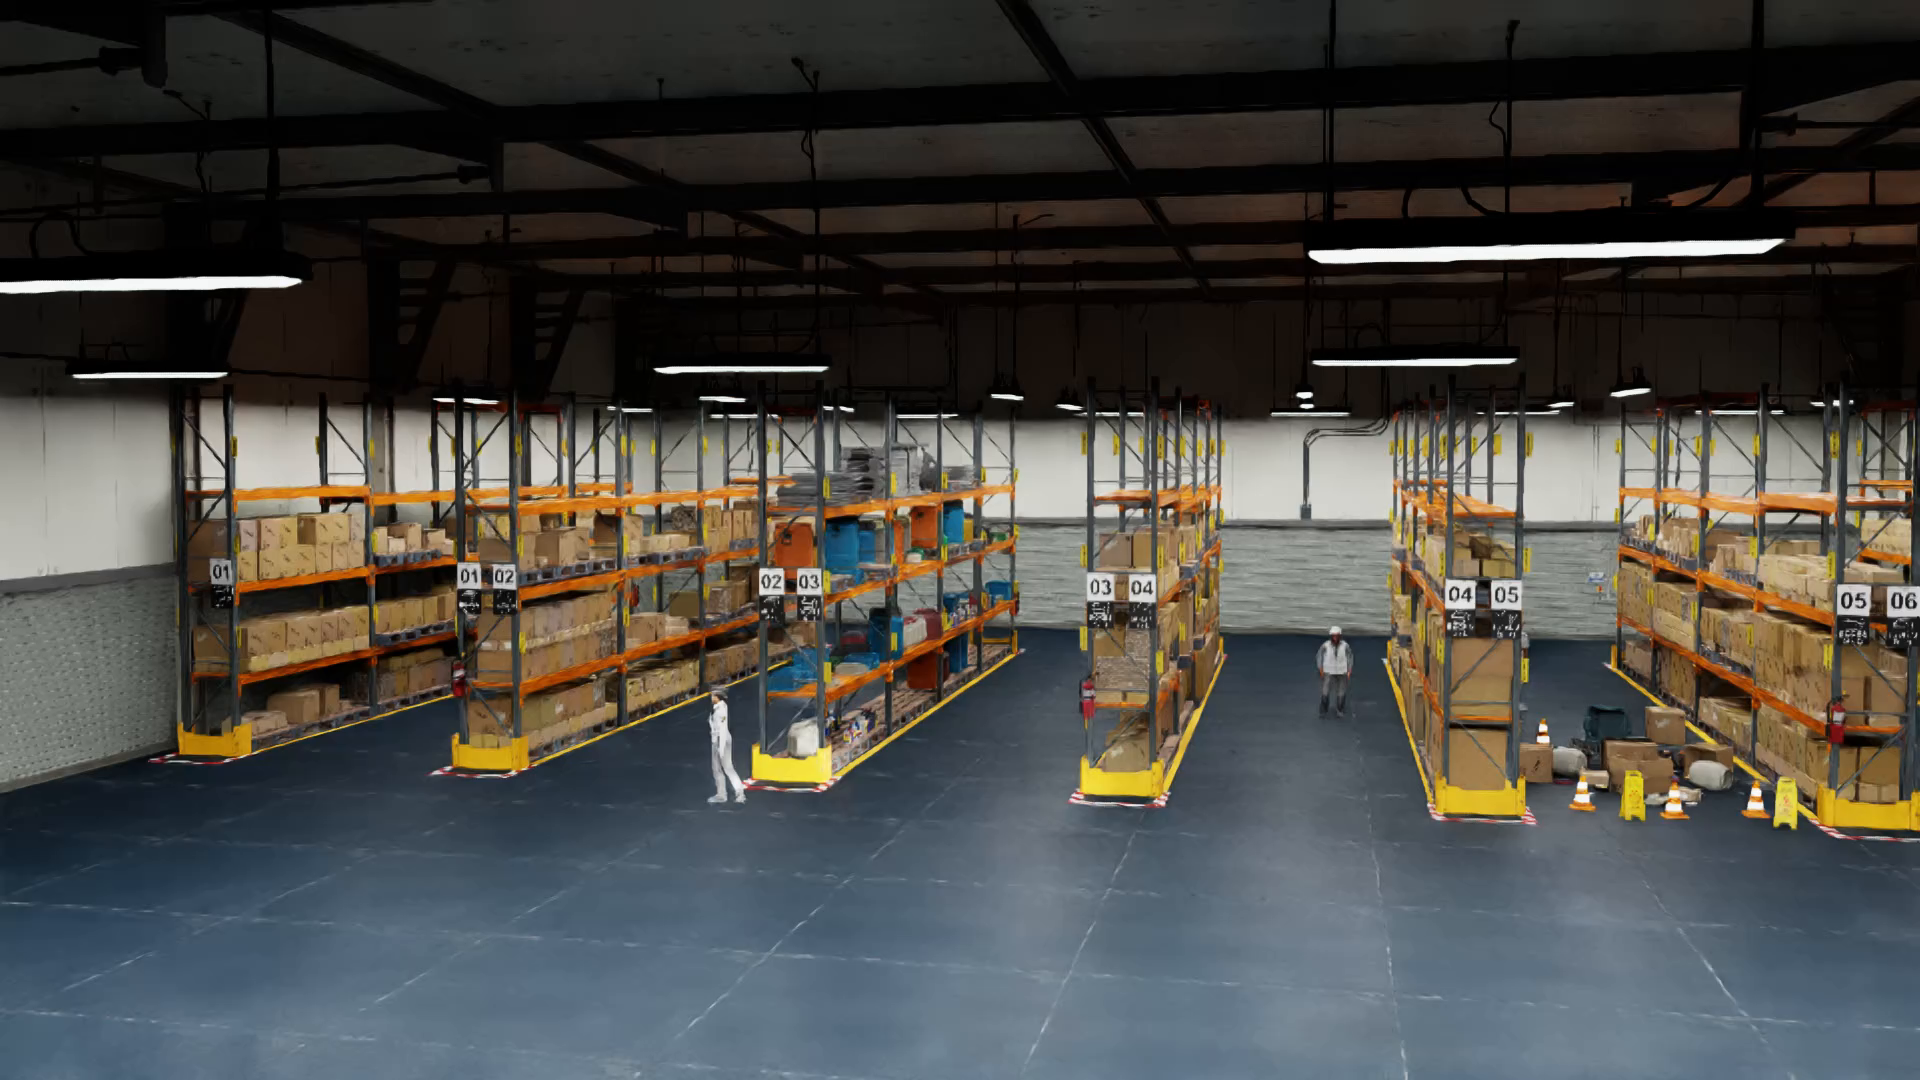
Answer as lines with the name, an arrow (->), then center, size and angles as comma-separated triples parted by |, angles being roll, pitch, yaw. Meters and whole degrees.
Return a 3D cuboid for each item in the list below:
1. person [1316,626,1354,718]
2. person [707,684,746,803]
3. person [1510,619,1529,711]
person -> 6.918, 2.429, 30.699 | 0.677, 1.726, 0.574 | 1, 3, 10
person -> -3.301, 2.868, 23.420 | 0.509, 1.667, 0.572 | -1, 3, -13
person -> 10.624, 2.327, 31.627 | 0.457, 1.776, 0.618 | -1, 3, -19
